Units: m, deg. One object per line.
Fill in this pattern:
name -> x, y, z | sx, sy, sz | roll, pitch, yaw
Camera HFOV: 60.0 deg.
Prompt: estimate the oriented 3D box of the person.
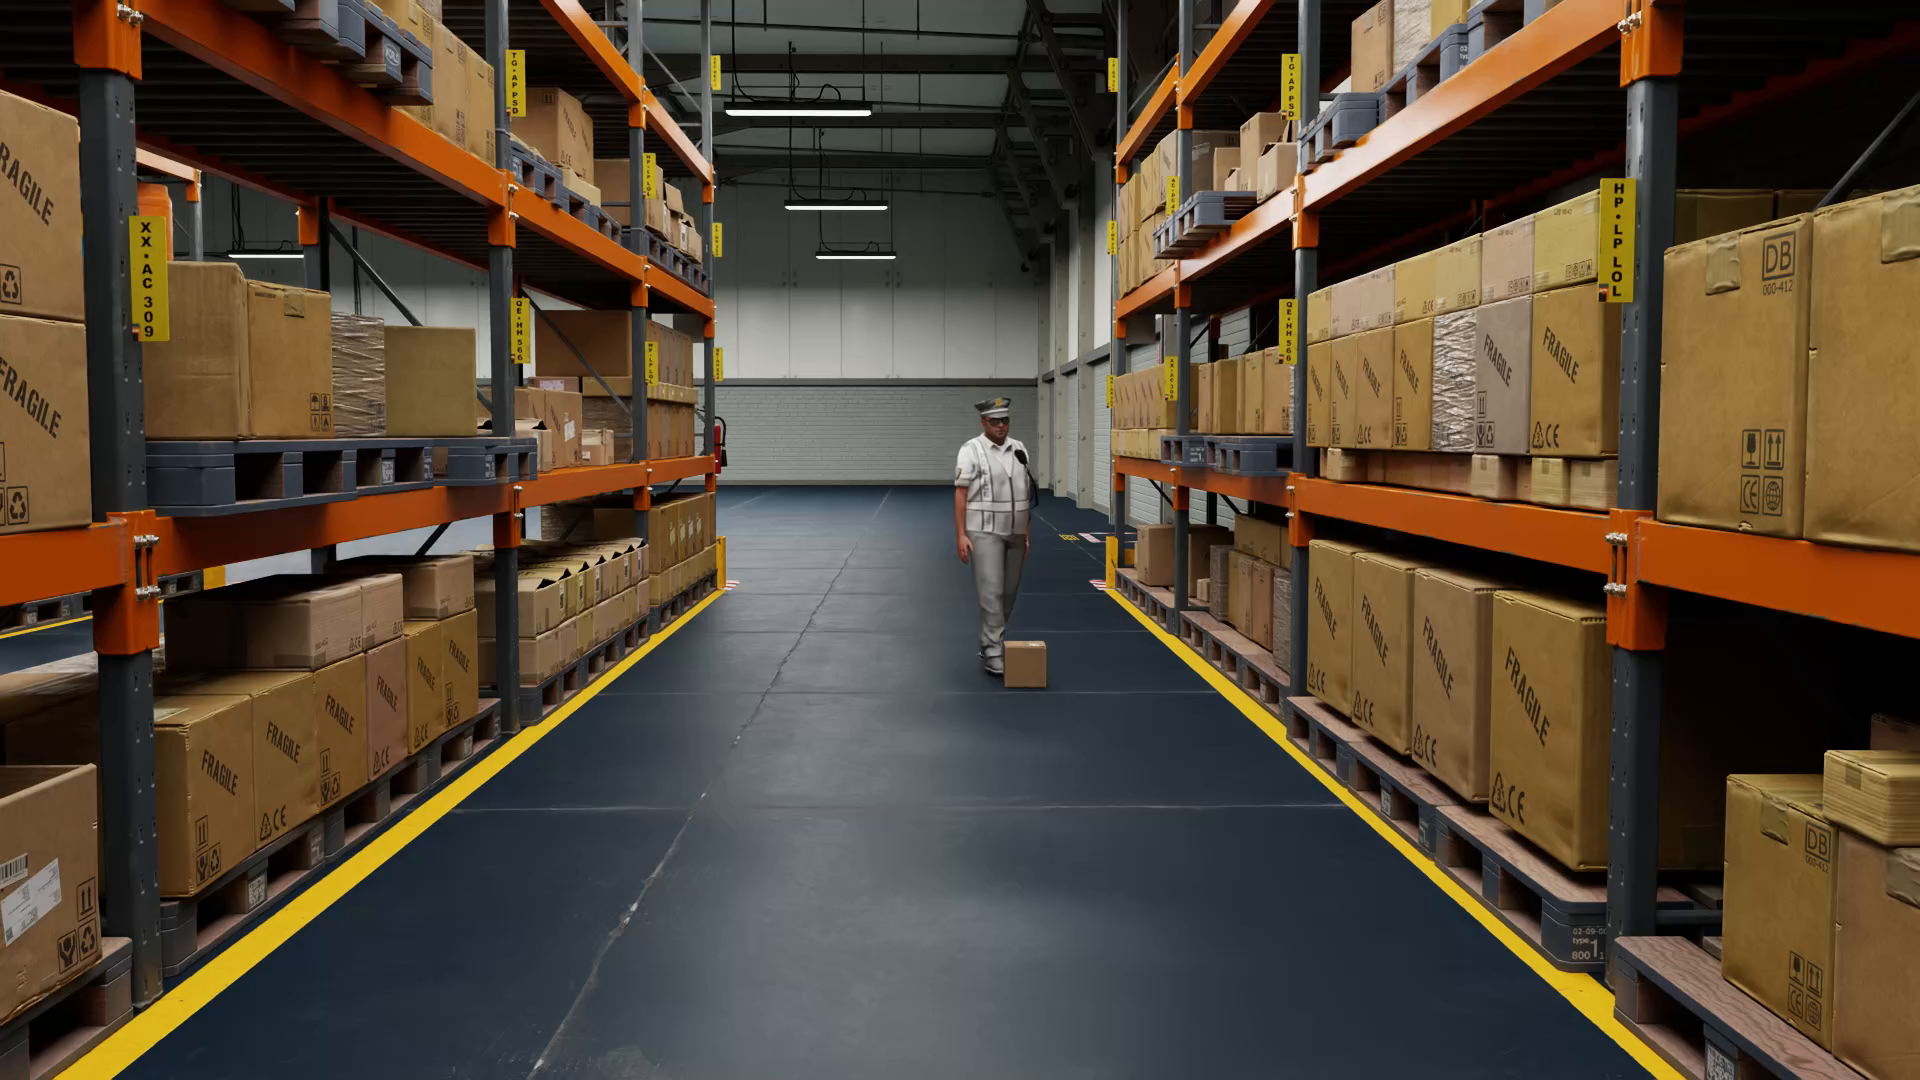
person -> 0.272, -0.034, 10.612 | 0.530, 1.753, 0.658 | -2, 4, -27
